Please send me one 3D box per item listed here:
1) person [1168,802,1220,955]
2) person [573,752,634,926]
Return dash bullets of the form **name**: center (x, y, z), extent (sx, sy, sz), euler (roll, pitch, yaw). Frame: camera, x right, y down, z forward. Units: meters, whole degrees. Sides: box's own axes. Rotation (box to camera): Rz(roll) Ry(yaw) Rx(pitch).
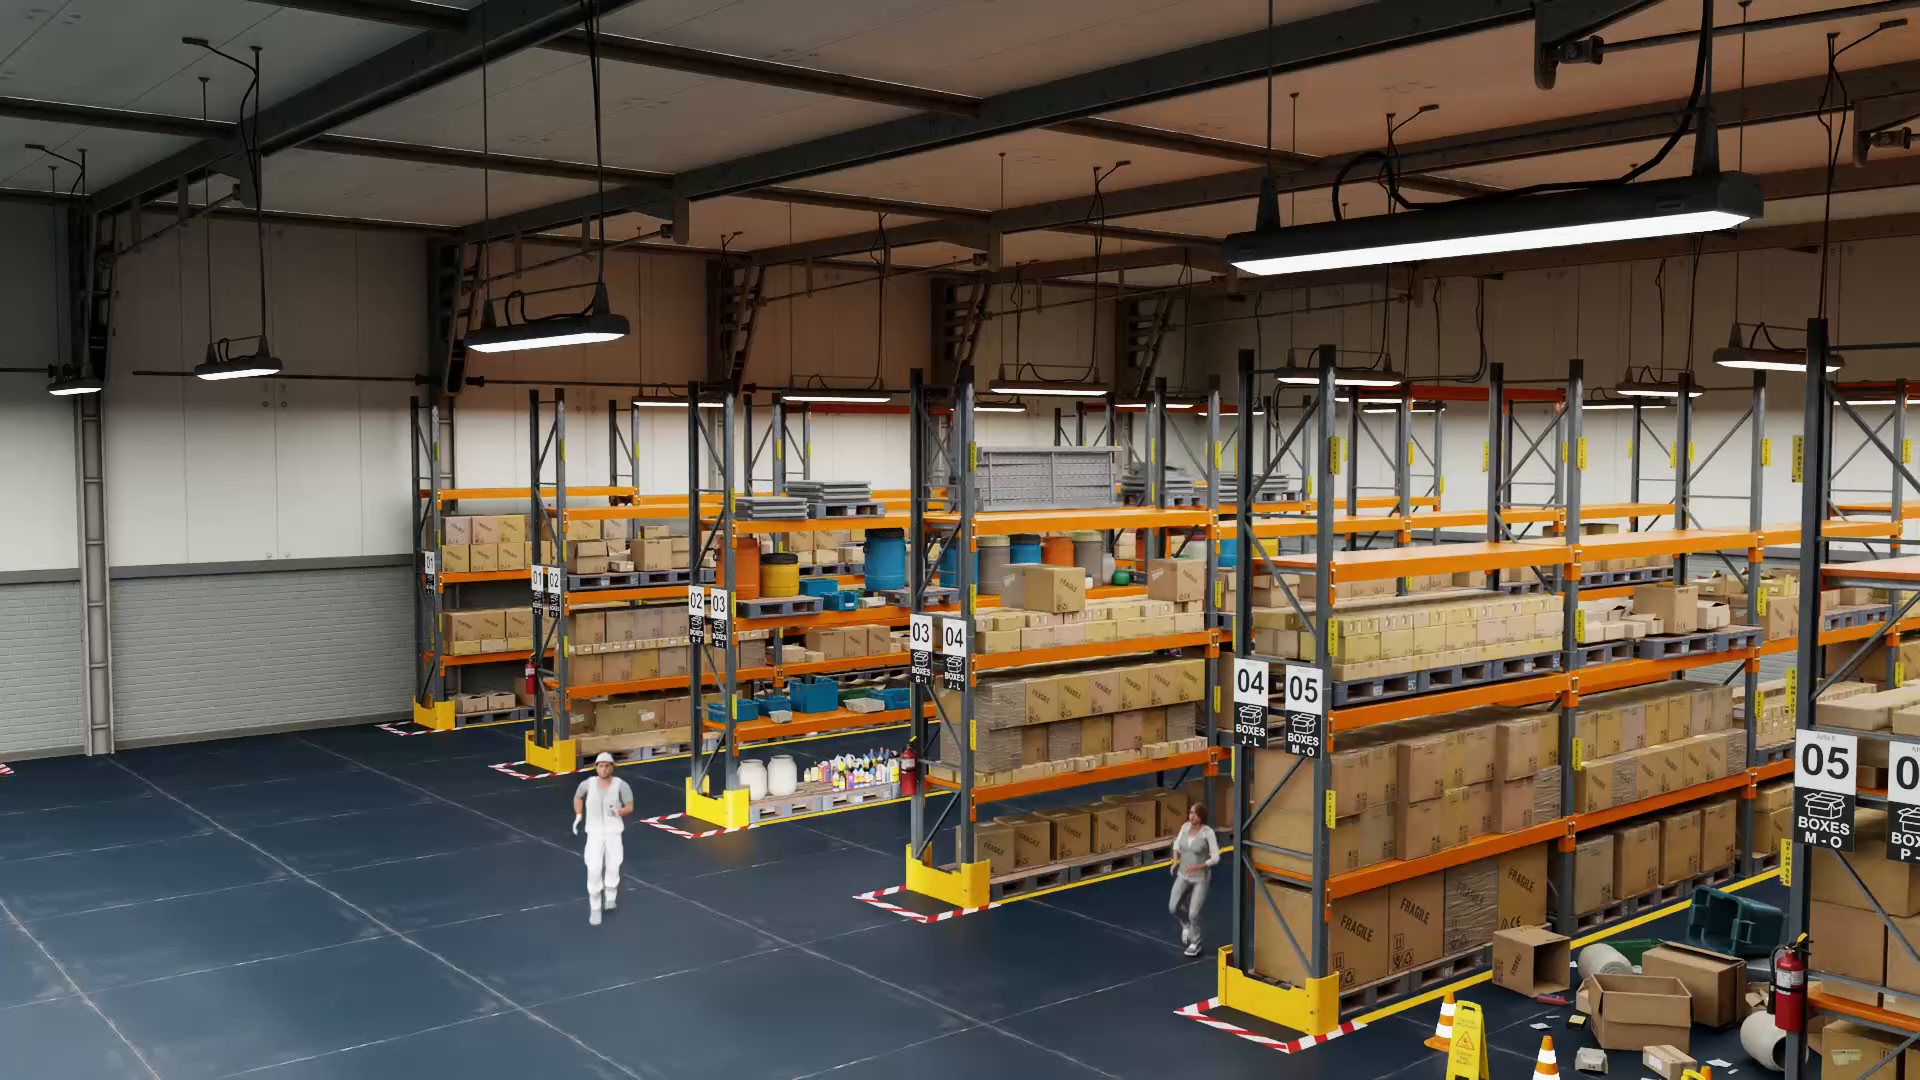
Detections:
- **person**: center (2.327, 3.406, 16.681), extent (0.571, 1.546, 0.500), euler (2, 4, 32)
- **person**: center (-3.850, 3.210, 17.970), extent (0.647, 1.836, 0.761), euler (-1, 3, -13)
